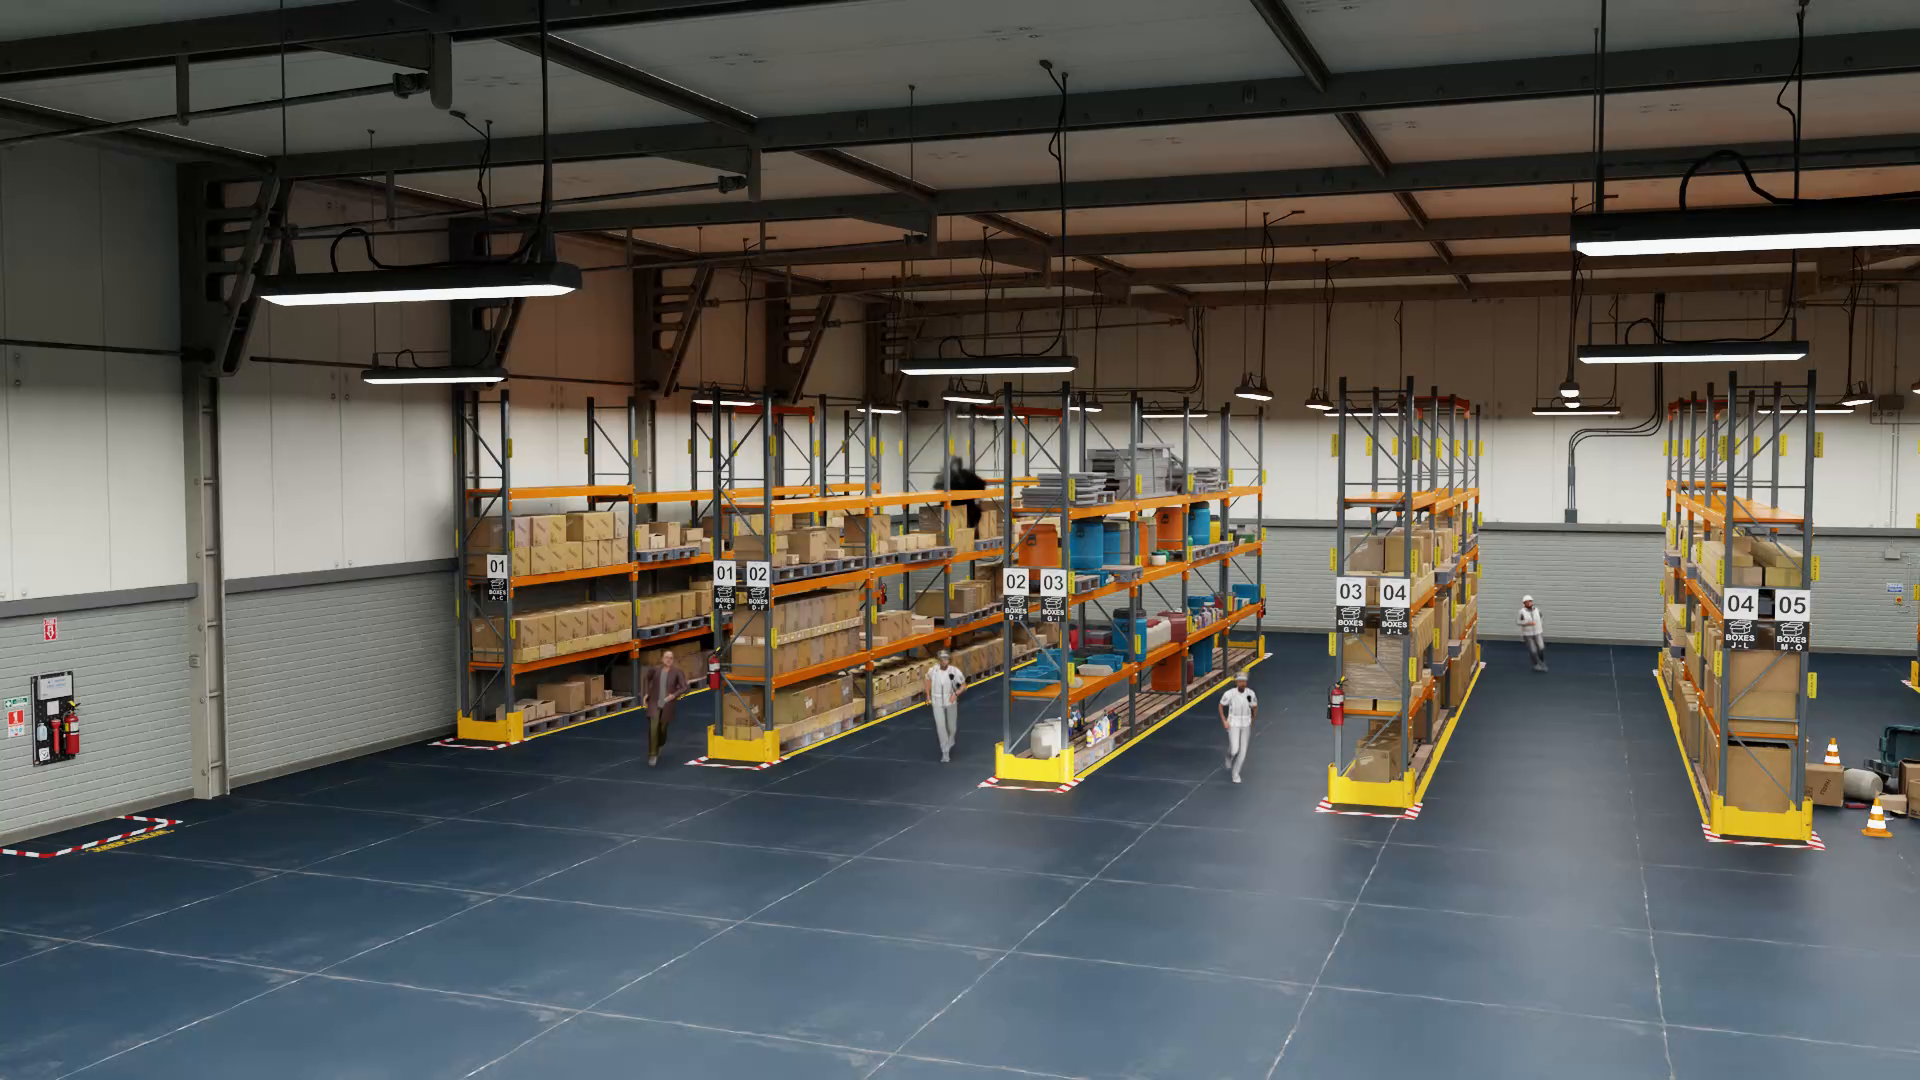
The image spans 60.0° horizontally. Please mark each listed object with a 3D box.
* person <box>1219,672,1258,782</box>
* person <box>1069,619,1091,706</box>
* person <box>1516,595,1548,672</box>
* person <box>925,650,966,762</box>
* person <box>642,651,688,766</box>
[{"bbox_3d":[4.219,2.801,25.119,0.588,1.658,0.547,0,3,-5],"label":"person"},{"bbox_3d":[2.369,2.370,32.691,0.688,1.713,0.815,1,3,15],"label":"person"},{"bbox_3d":[12.811,2.083,37.258,0.694,1.707,0.672,0,3,9],"label":"person"},{"bbox_3d":[-0.242,2.649,26.960,0.686,1.776,0.897,0,3,4],"label":"person"},{"bbox_3d":[-4.723,2.665,26.624,0.725,1.775,0.900,0,3,-5],"label":"person"}]
